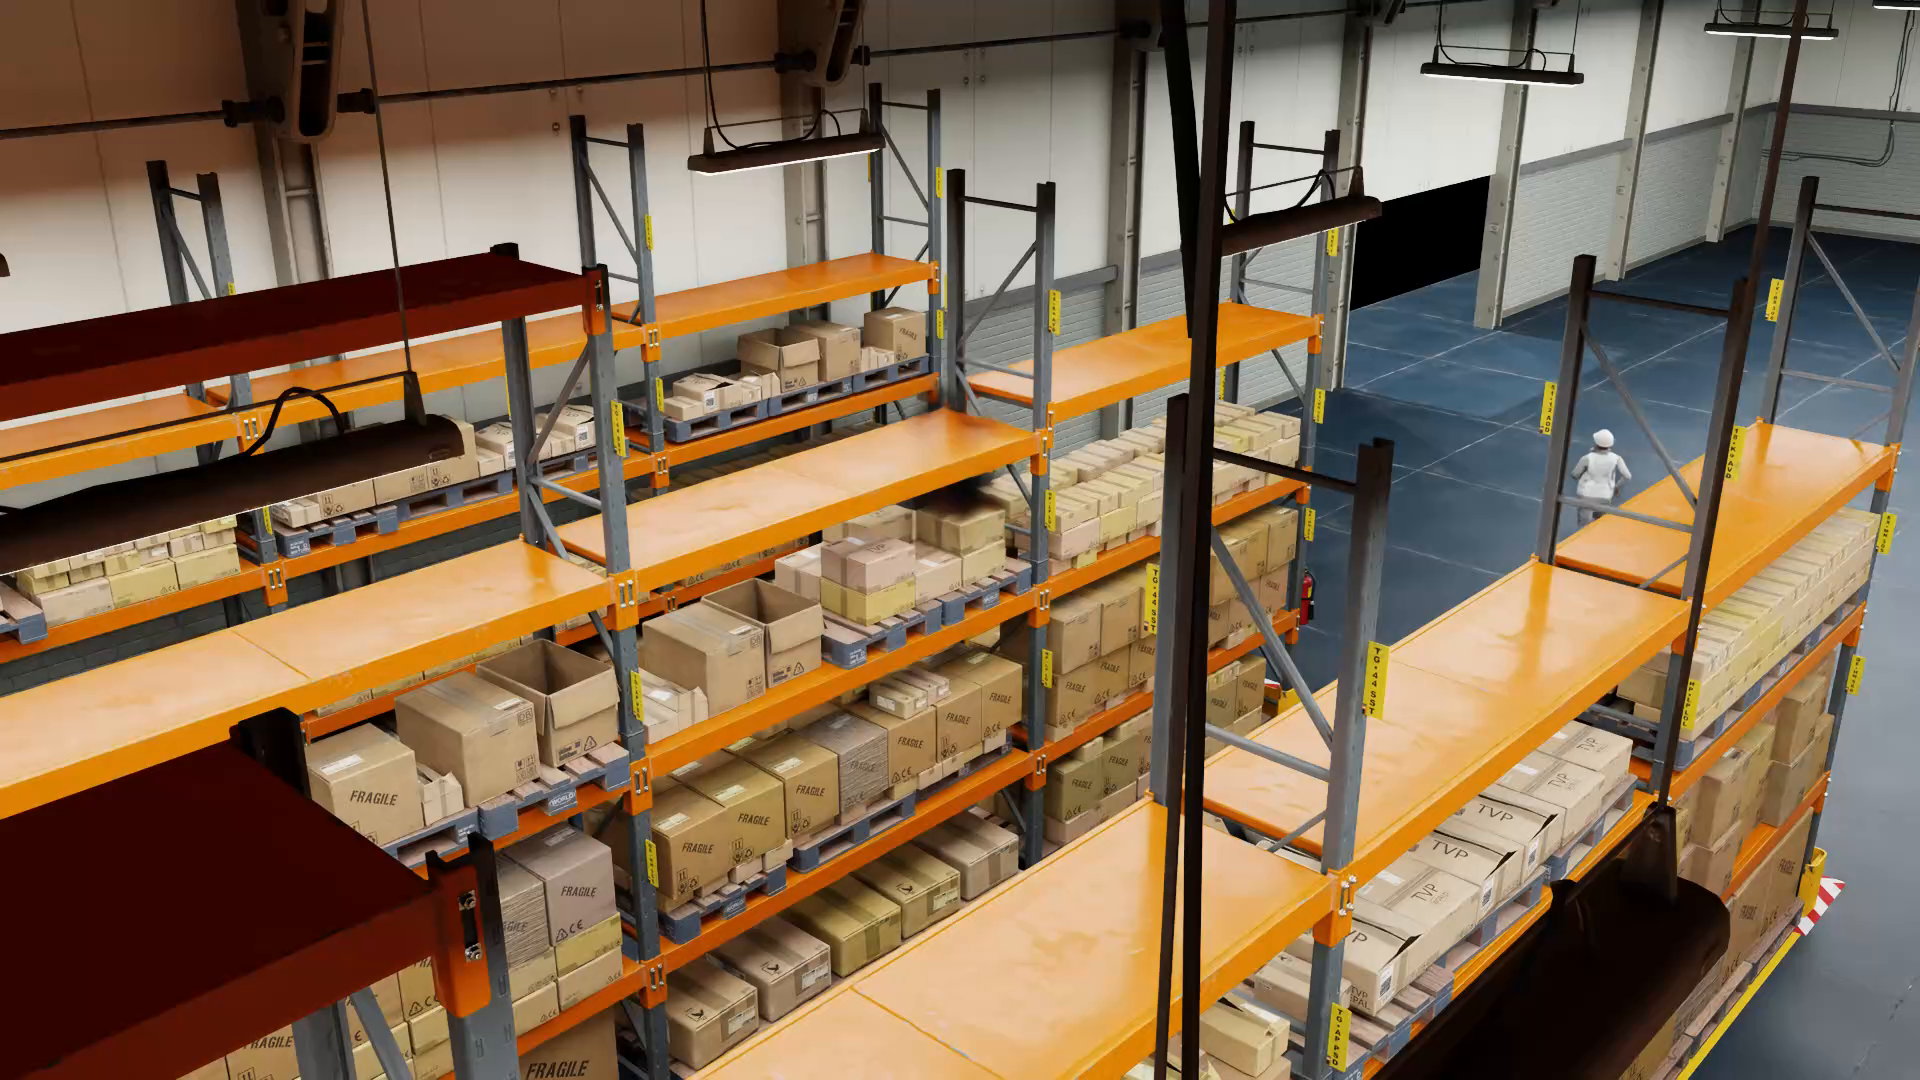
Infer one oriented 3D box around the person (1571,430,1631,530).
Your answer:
[{"bbox_3d":[7.989,-0.553,20.927,0.653,1.760,0.968,-1,21,-2],"label":"person"}]
